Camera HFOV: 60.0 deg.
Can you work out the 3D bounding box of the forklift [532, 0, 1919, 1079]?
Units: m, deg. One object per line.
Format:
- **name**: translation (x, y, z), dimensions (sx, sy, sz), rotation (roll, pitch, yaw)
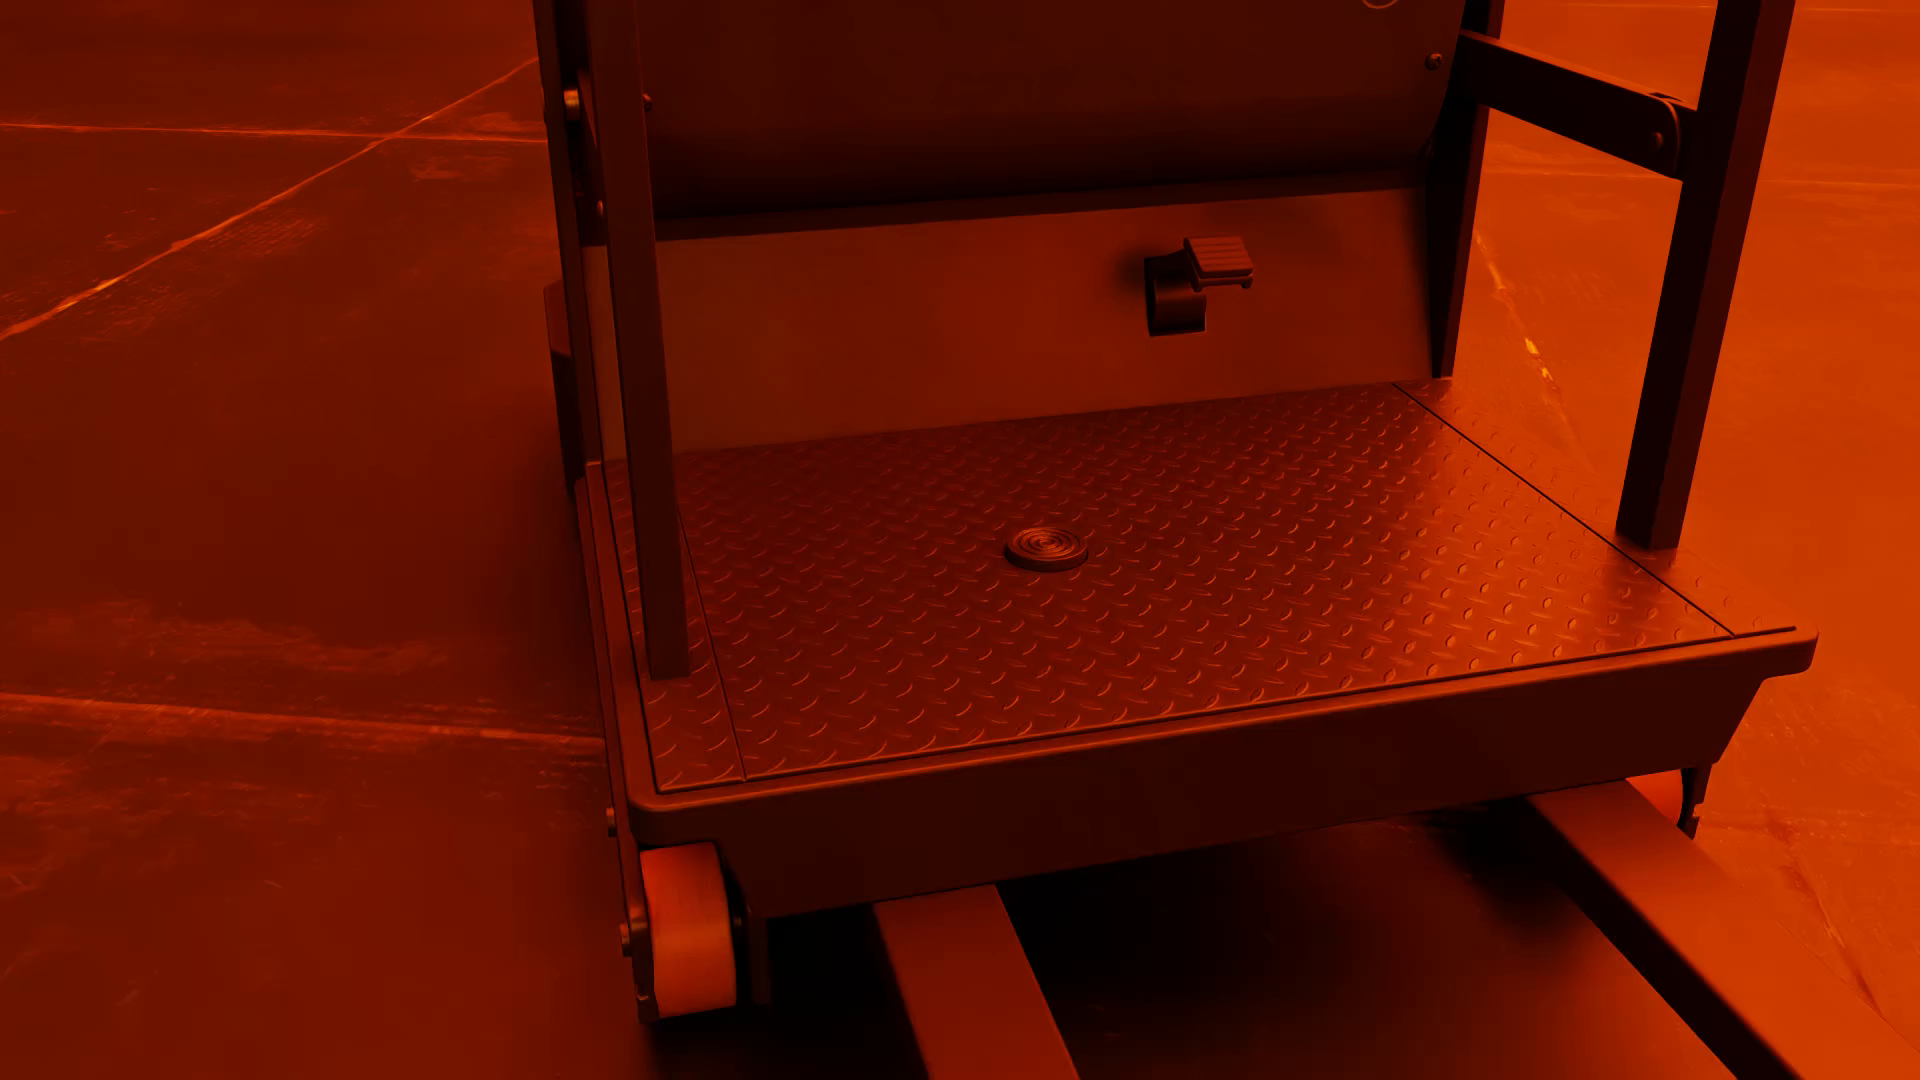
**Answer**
- **forklift**: translation (0.153, -1.049, 1.319), dimensions (1.130, 2.935, 3.031), rotation (-7, 27, -13)
